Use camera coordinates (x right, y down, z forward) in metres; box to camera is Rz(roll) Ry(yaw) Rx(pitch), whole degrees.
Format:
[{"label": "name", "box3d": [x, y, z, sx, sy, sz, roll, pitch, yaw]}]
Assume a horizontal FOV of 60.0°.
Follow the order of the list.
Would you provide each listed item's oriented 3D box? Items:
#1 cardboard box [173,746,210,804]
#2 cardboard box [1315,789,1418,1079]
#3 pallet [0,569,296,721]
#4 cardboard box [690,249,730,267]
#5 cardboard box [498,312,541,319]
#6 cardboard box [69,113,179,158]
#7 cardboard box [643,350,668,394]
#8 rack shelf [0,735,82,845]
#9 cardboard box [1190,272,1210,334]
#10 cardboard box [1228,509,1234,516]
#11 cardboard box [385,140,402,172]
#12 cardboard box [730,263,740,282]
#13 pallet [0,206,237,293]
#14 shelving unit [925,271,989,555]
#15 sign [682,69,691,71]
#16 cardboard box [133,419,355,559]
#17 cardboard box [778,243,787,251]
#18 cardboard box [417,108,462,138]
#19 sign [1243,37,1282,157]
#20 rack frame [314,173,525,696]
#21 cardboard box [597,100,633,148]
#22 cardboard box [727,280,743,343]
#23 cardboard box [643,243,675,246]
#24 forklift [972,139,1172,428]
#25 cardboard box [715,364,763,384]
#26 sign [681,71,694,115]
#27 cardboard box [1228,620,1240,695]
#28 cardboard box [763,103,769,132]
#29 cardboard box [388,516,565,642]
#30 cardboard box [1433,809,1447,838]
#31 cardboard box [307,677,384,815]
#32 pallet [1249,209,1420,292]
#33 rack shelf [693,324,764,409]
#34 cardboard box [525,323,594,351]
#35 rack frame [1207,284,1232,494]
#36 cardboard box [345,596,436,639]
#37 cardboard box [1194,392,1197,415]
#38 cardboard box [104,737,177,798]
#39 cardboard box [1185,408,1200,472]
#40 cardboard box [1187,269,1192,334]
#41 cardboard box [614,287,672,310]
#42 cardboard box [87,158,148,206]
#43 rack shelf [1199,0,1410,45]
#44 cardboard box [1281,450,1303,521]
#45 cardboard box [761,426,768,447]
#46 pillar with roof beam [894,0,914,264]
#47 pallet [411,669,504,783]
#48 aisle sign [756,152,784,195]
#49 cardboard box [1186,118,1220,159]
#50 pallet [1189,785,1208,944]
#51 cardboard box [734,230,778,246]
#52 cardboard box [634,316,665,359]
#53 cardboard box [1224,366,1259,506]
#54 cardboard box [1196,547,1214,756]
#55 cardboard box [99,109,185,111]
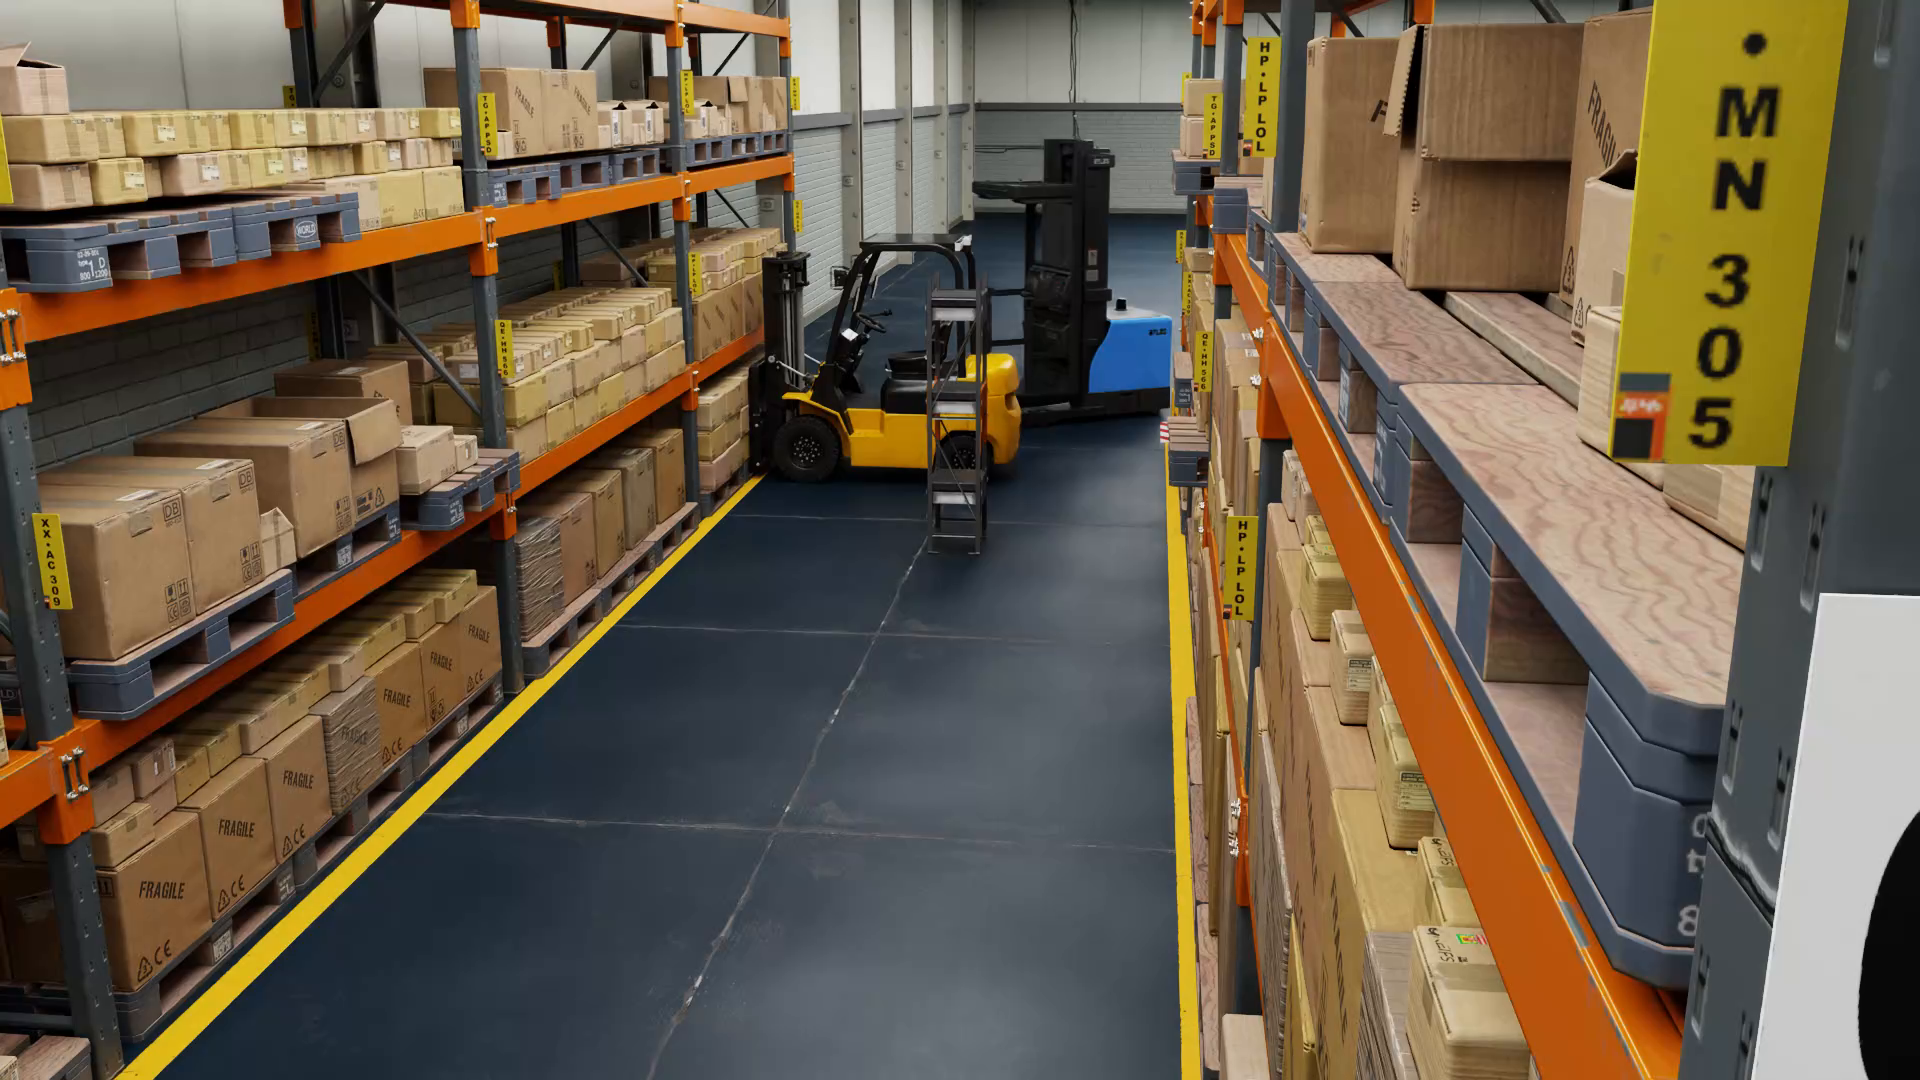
[{"label": "cardboard box", "box3d": [-3.264, 0.940, 6.680, 0.380, 0.149, 0.250, 1, 15, 3]}, {"label": "cardboard box", "box3d": [0.847, 0.731, 2.606, 0.500, 0.500, 0.500, 2, 15, 6]}, {"label": "pallet", "box3d": [-3.342, 0.364, 6.436, 1.003, 0.211, 1.213, 2, 15, 6]}, {"label": "cardboard box", "box3d": [-2.214, -2.447, 14.461, 0.380, 0.149, 0.250, 1, 15, 5]}, {"label": "cardboard box", "box3d": [-3.109, -1.482, 11.461, 0.380, 0.149, 0.250, 2, 15, 7]}, {"label": "cardboard box", "box3d": [-3.041, -1.446, 5.932, 0.380, 0.149, 0.250, 1, 15, 5]}, {"label": "cardboard box", "box3d": [-2.486, -1.258, 12.355, 0.500, 0.250, 0.500, 2, 15, 6]}, {"label": "rack shelf", "box3d": [-3.767, 1.342, 3.832, 1.077, 0.370, 4.000, 2, 15, 6]}, {"label": "cardboard box", "box3d": [1.956, -1.735, 12.268, 0.500, 0.500, 0.500, 2, 15, 8]}, {"label": "cardboard box", "box3d": [1.301, 0.066, 6.501, 0.500, 0.250, 0.500, 2, 15, 8]}, {"label": "cardboard box", "box3d": [-2.994, -1.897, 8.207, 0.380, 0.149, 0.250, 2, 15, 8]}, {"label": "cardboard box", "box3d": [-2.168, -2.367, 14.734, 0.380, 0.149, 0.250, 1, 15, 4]}, {"label": "pallet", "box3d": [-3.398, -1.049, 5.907, 1.213, 0.211, 1.003, 2, 15, 6]}, {"label": "shelving unit", "box3d": [-0.019, -0.971, 12.729, 0.431, 2.100, 0.503, 2, 15, 6]}, {"label": "sign", "box3d": [-2.738, -4.563, 16.717, 0.100, 0.325, 0.005, 2, 15, 6]}, {"label": "cardboard box", "box3d": [-3.117, -0.232, 7.278, 0.700, 0.500, 0.500, 2, 15, 6]}, {"label": "cardboard box", "box3d": [-1.948, -2.900, 16.706, 0.380, 0.149, 0.250, 2, 15, 7]}, {"label": "cardboard box", "box3d": [-2.834, -2.176, 8.668, 0.380, 0.149, 0.250, 2, 15, 8]}, {"label": "sign", "box3d": [0.851, -1.242, 4.669, 0.100, 0.325, 0.005, 2, 15, 6]}, {"label": "rack frame", "box3d": [-3.090, -0.562, 9.493, 1.000, 3.000, 0.127, 2, 15, 6]}, {"label": "cardboard box", "box3d": [-2.564, -2.861, 11.425, 0.500, 0.311, 0.500, 1, 15, 4]}, {"label": "cardboard box", "box3d": [-2.230, -2.022, 14.701, 0.500, 0.500, 0.500, 2, 15, 6]}, {"label": "cardboard box", "box3d": [-2.666, -2.592, 14.997, 0.380, 0.149, 0.250, 2, 15, 8]}, {"label": "forklift", "box3d": [0.755, -2.757, 17.742, 3.031, 2.935, 1.130, -7, 17, -24]}, {"label": "cardboard box", "box3d": [-2.092, -1.471, 15.404, 0.500, 0.250, 0.500, 1, 15, 5]}, {"label": "sign", "box3d": [-2.098, -3.435, 12.780, 0.100, 0.325, 0.005, 2, 15, 6]}, {"label": "cardboard box", "box3d": [1.250, 0.437, 6.085, 0.500, 0.250, 0.500, 1, 15, 5]}, {"label": "cardboard box", "box3d": [-2.007, -3.981, 15.654, 0.396, 0.266, 0.258, 2, 15, 6]}, {"label": "cardboard box", "box3d": [-3.006, 0.220, 10.345, 0.875, 0.625, 0.625, 2, 15, 8]}, {"label": "cardboard box", "box3d": [0.901, 0.449, 2.404, 0.380, 0.149, 0.250, 2, 15, 6]}, {"label": "cardboard box", "box3d": [-3.087, 0.959, 7.854, 0.500, 0.500, 0.500, 1, 15, 4]}, {"label": "pallet", "box3d": [1.446, -0.974, 5.638, 0.805, 0.209, 1.217, 1, 15, 4]}, {"label": "rack shelf", "box3d": [-2.413, -1.771, 15.342, 1.077, 0.370, 4.000, 2, 15, 6]}, {"label": "cardboard box", "box3d": [-2.626, -1.332, 10.908, 0.380, 0.149, 0.250, 2, 15, 7]}, {"label": "rack frame", "box3d": [1.843, -0.417, 8.956, 1.000, 3.000, 0.127, 2, 15, 6]}, {"label": "cardboard box", "box3d": [-2.967, 0.403, 8.666, 0.380, 0.149, 0.250, 1, 15, 4]}, {"label": "cardboard box", "box3d": [1.642, -0.865, 10.292, 0.380, 0.149, 0.250, 2, 15, 7]}, {"label": "cardboard box", "box3d": [-3.254, 0.869, 6.374, 0.380, 0.149, 0.250, 1, 15, 4]}, {"label": "cardboard box", "box3d": [2.094, -0.853, 13.596, 0.500, 0.500, 0.500, 1, 15, 5]}, {"label": "cardboard box", "box3d": [2.203, -2.037, 14.187, 0.500, 0.500, 0.500, 2, 15, 8]}, {"label": "cardboard box", "box3d": [-2.456, -1.866, 12.880, 0.380, 0.149, 0.250, 2, 15, 8]}, {"label": "cardboard box", "box3d": [-3.048, -1.234, 5.718, 0.380, 0.149, 0.250, 2, 15, 7]}, {"label": "rack shelf", "box3d": [2.069, -3.291, 10.237, 1.077, 0.370, 4.000, 2, 15, 6]}, {"label": "cardboard box", "box3d": [1.098, -0.149, 4.617, 0.380, 0.149, 0.250, 1, 15, 5]}, {"label": "cardboard box", "box3d": [-2.093, -0.987, 15.530, 0.500, 0.250, 0.500, 2, 15, 8]}, {"label": "pillar with roof beam", "box3d": [3.148, -9.920, 32.610, 9.100, 9.000, 0.400, 2, 15, 6]}, {"label": "pallet", "box3d": [-3.211, 0.977, 9.145, 1.003, 0.211, 1.213, 2, 15, 6]}, {"label": "aisle sign", "box3d": [-1.888, -3.900, 16.858, 0.394, 0.787, 0.004, 2, 15, 6]}, {"label": "cardboard box", "box3d": [1.739, -2.630, 10.877, 0.500, 0.250, 0.500, 2, 15, 6]}, {"label": "pallet", "box3d": [1.539, 1.447, 7.405, 1.003, 0.211, 1.213, 2, 15, 6]}, {"label": "cardboard box", "box3d": [-2.015, -2.978, 16.423, 0.380, 0.149, 0.250, 2, 15, 6]}, {"label": "cardboard box", "box3d": [-2.490, -1.500, 12.291, 0.500, 0.250, 0.500, 1, 15, 5]}, {"label": "cardboard box", "box3d": [1.364, -0.433, 6.911, 0.500, 0.500, 0.500, 2, 15, 7]}, {"label": "cardboard box", "box3d": [1.682, 0.583, 8.525, 0.875, 0.875, 0.875, 2, 15, 6]}, {"label": "cardboard box", "box3d": [-3.475, -1.727, 6.973, 0.380, 0.149, 0.250, 2, 15, 8]}]
